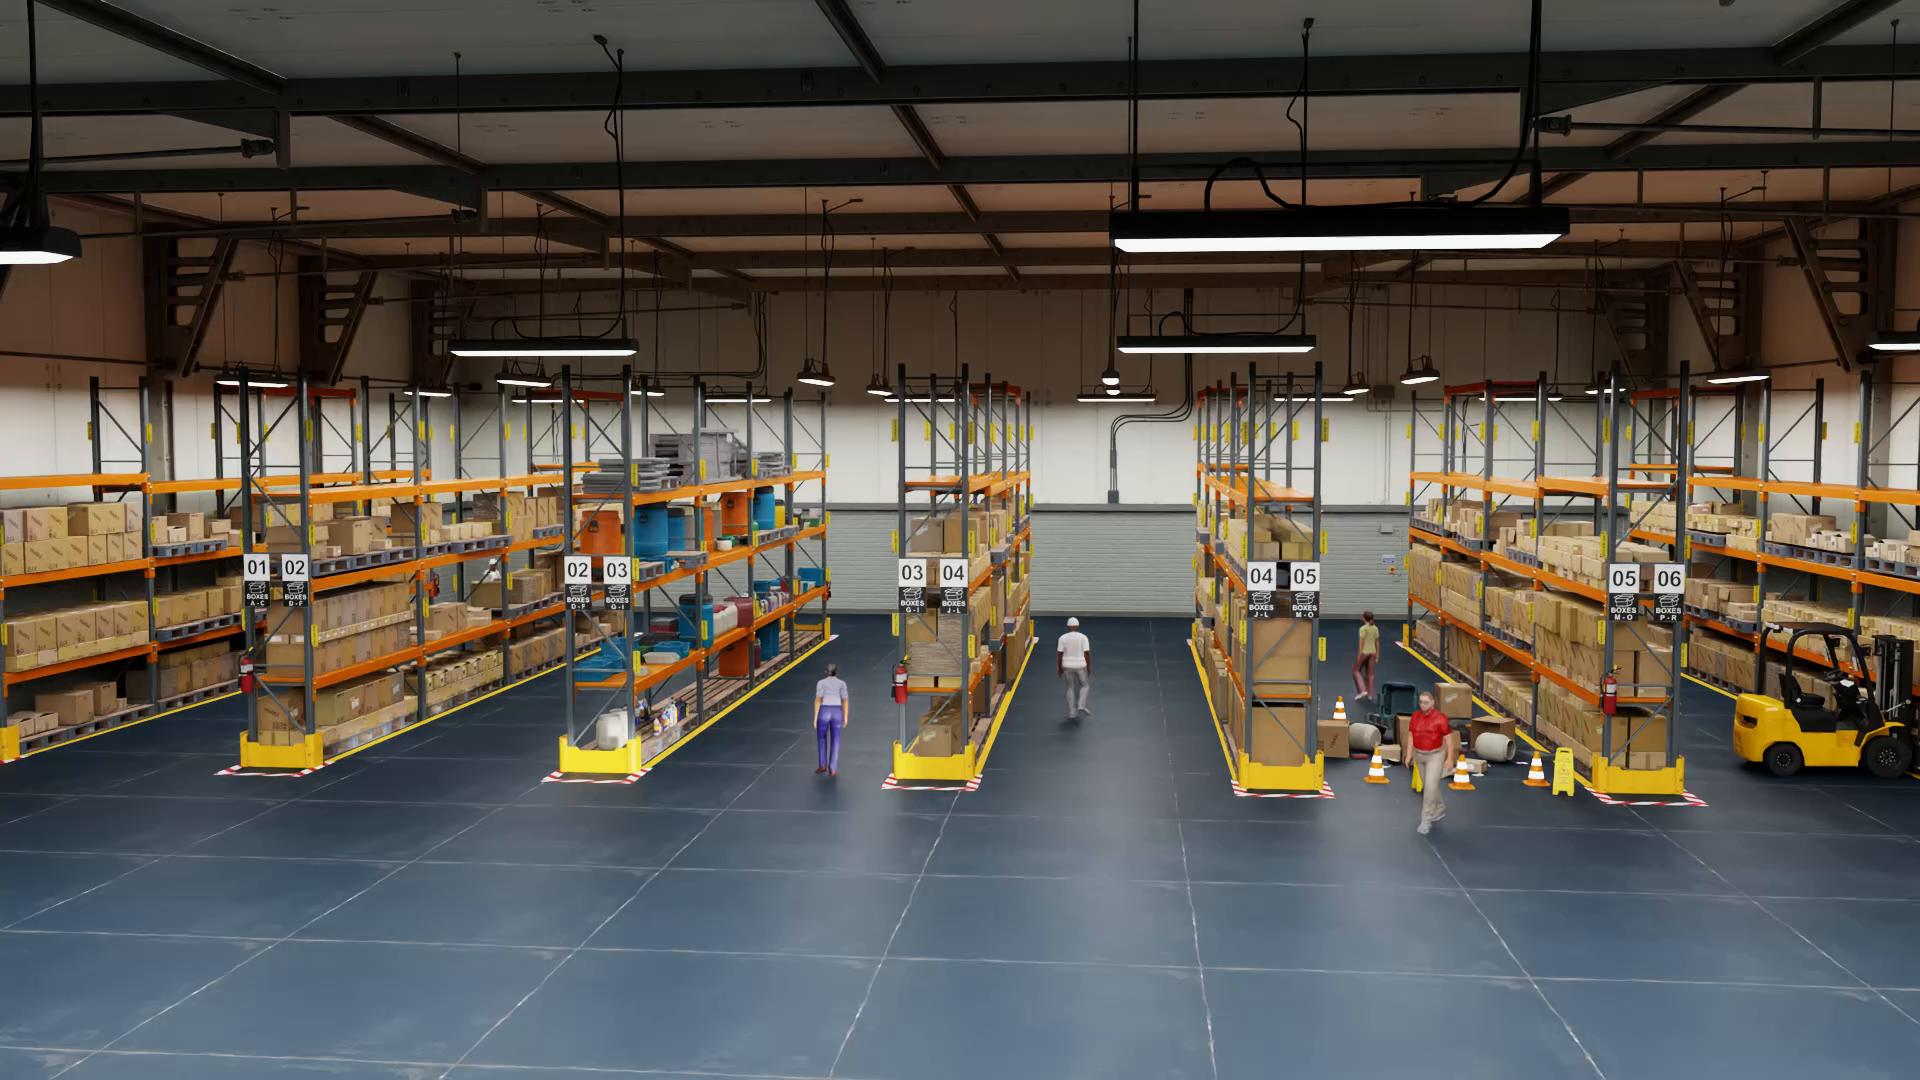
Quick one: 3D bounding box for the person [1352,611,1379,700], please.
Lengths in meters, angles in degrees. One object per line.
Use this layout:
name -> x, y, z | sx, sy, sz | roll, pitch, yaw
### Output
person -> 7.638, 2.177, 31.226 | 0.489, 1.696, 0.388 | -1, 4, -21

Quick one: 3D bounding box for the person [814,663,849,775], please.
person -> -1.884, 2.645, 24.374 | 0.511, 1.691, 0.573 | 0, 4, -4

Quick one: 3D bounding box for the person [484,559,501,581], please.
person -> -11.965, 1.370, 42.455 | 0.481, 1.783, 0.596 | 0, 4, 5

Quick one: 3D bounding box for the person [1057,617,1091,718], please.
person -> 2.012, 2.246, 29.268 | 0.605, 1.766, 0.477 | 1, 4, 12

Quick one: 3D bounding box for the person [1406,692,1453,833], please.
person -> 5.952, 2.784, 21.170 | 0.864, 1.710, 0.579 | -3, 4, -35
